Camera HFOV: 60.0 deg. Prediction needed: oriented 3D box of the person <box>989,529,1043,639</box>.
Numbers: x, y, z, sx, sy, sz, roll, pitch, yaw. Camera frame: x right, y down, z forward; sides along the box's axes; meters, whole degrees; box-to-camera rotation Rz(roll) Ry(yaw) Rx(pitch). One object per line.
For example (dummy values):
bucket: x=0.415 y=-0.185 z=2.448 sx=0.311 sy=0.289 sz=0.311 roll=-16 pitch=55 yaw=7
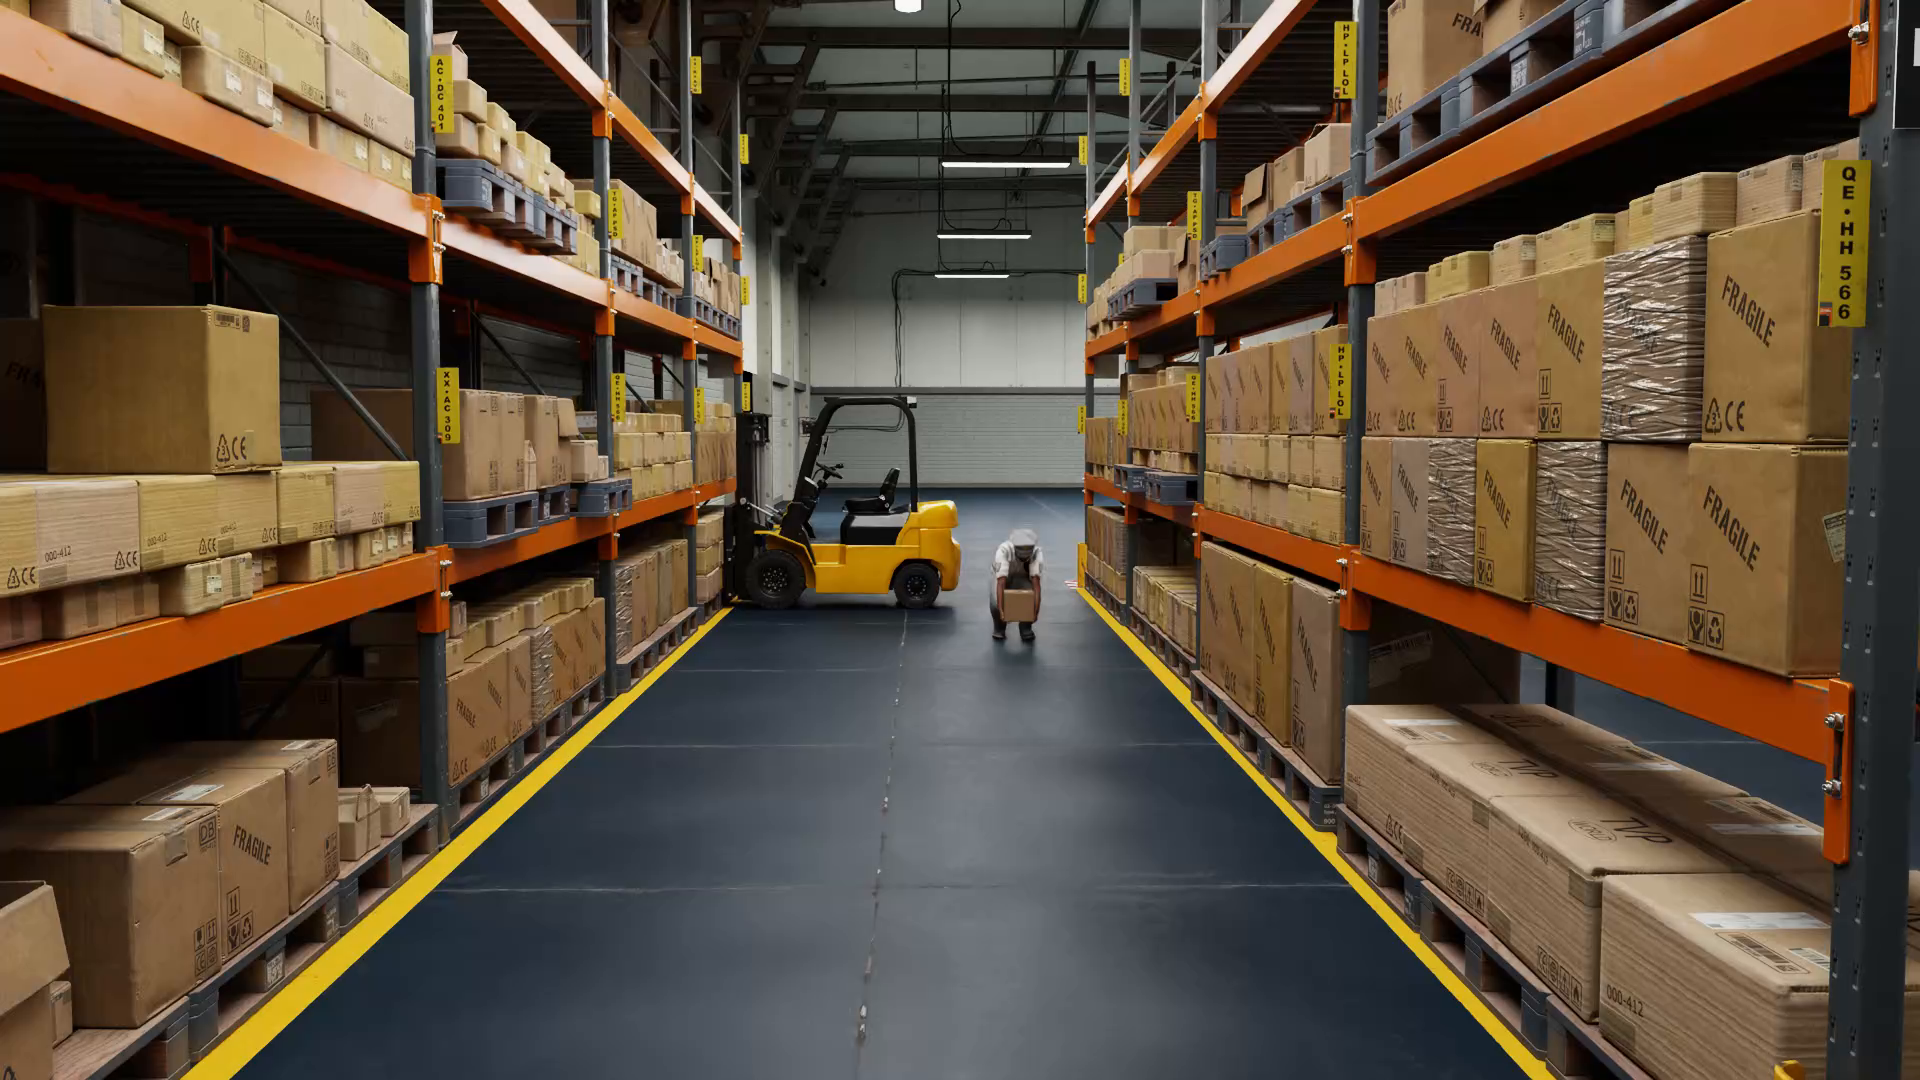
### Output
person: x=0.485 y=0.381 z=14.512 sx=0.459 sy=0.981 sz=0.859 roll=0 pitch=4 yaw=-3
